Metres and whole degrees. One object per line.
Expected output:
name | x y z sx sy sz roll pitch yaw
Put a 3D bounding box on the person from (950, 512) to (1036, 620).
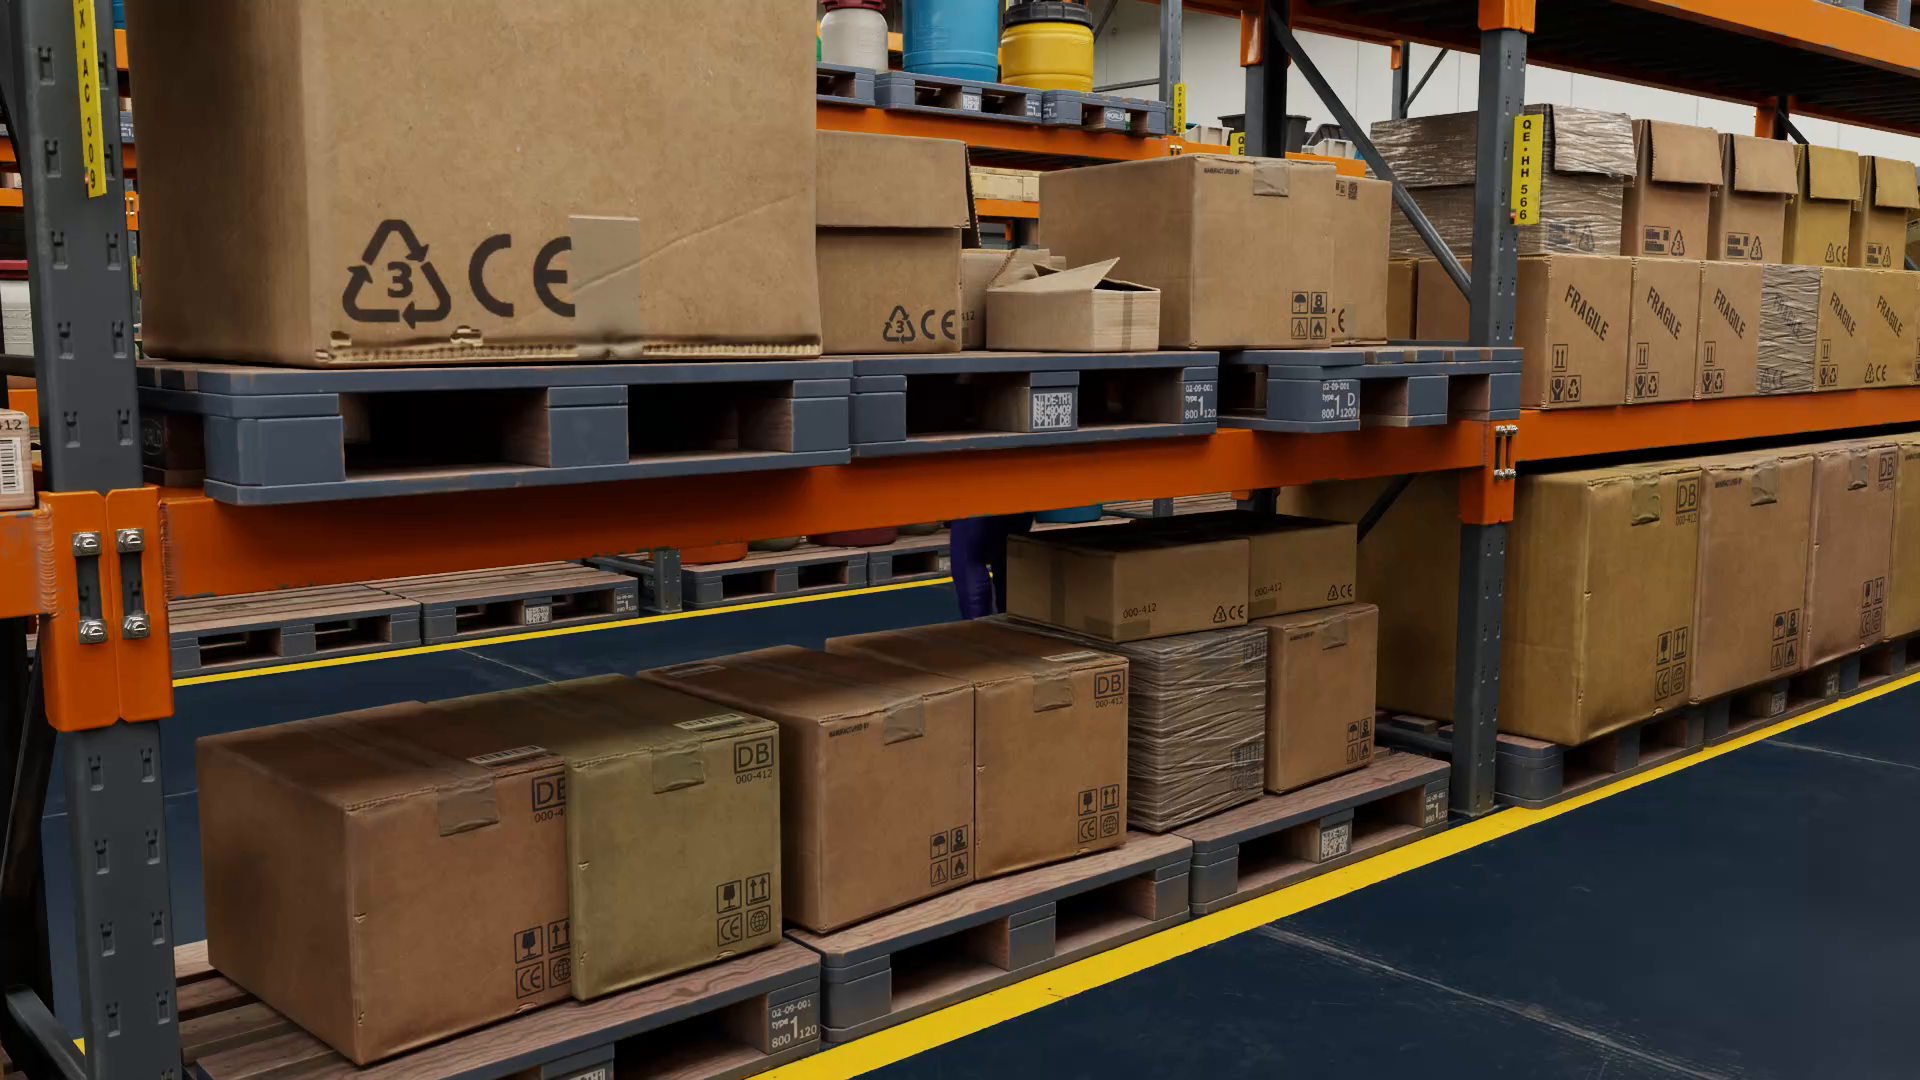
person | 0.102 -0.246 7.839 0.433 1.624 0.543 -7 10 -42
